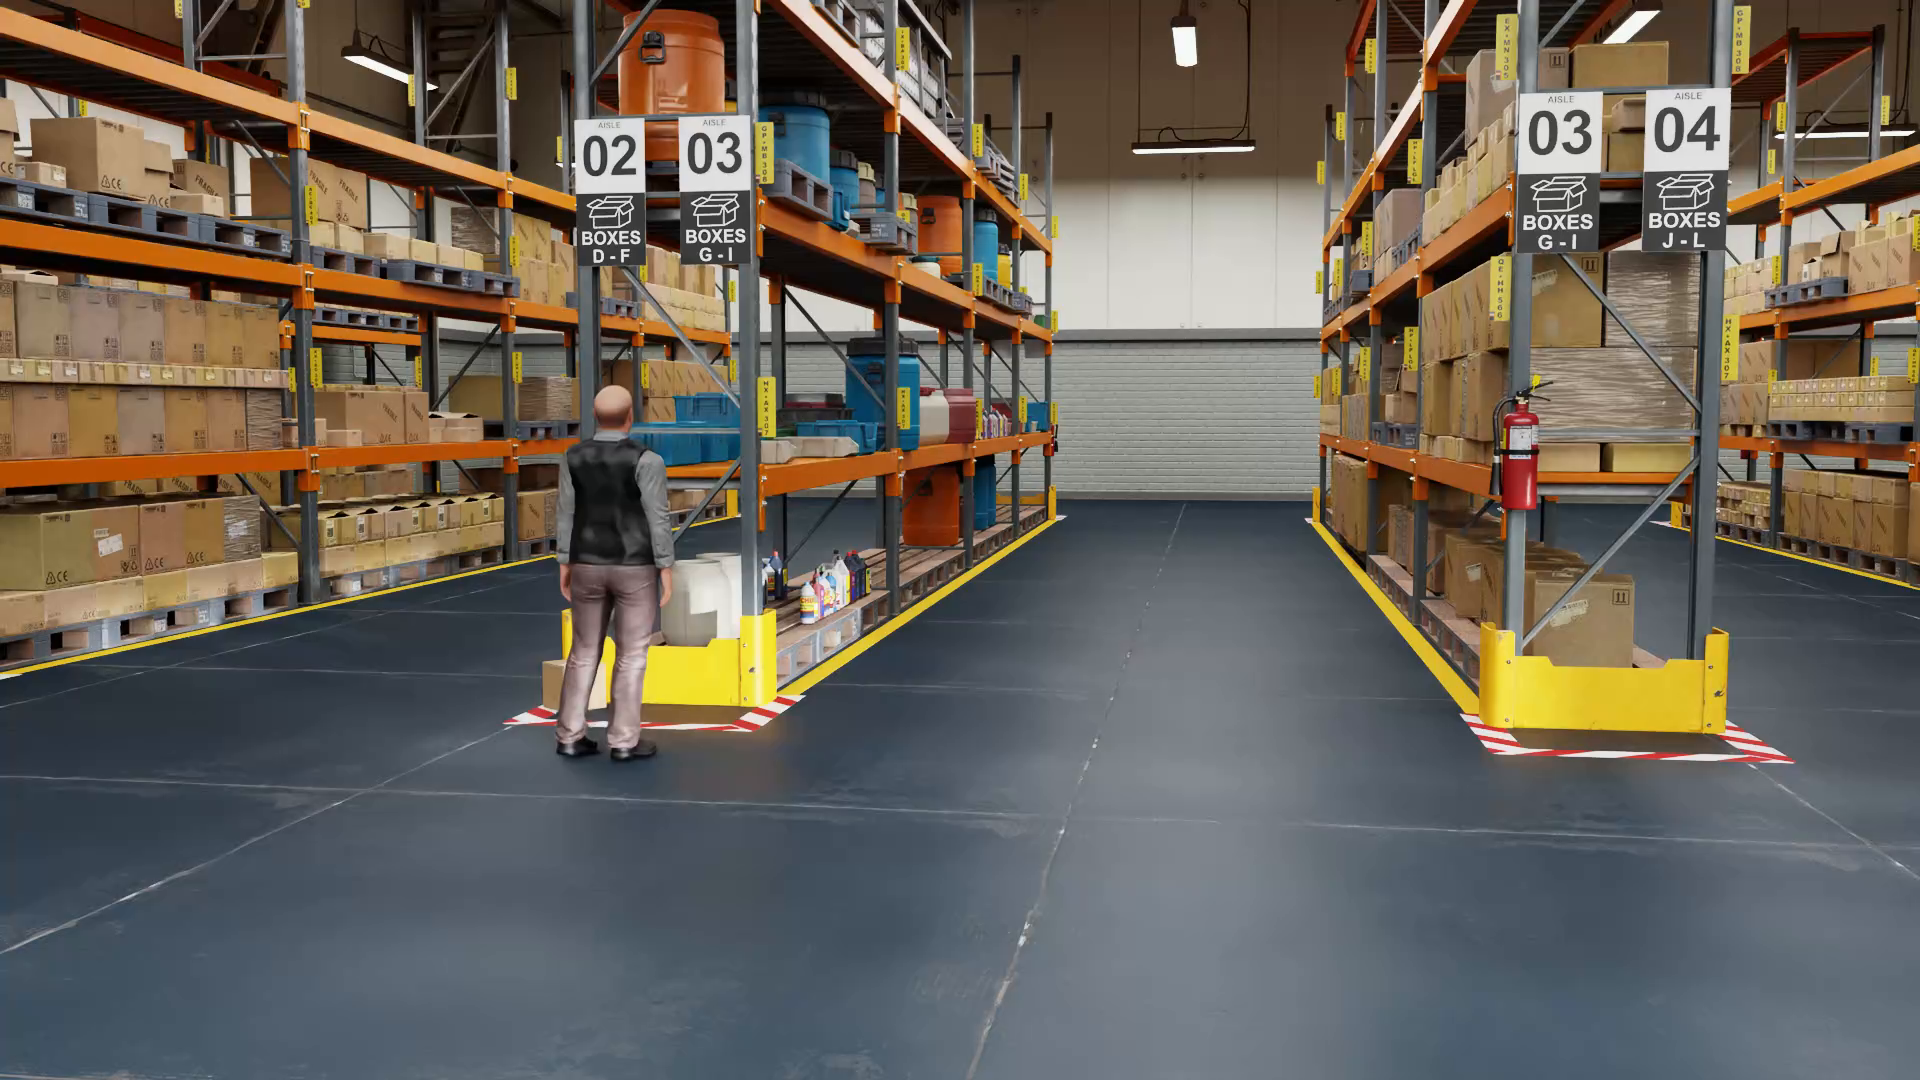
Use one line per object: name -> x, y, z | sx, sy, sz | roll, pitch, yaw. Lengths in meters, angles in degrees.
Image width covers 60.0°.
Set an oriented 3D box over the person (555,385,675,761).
person -> -1.584, 0.153, 7.685 | 0.566, 1.727, 0.386 | 1, 5, 14
